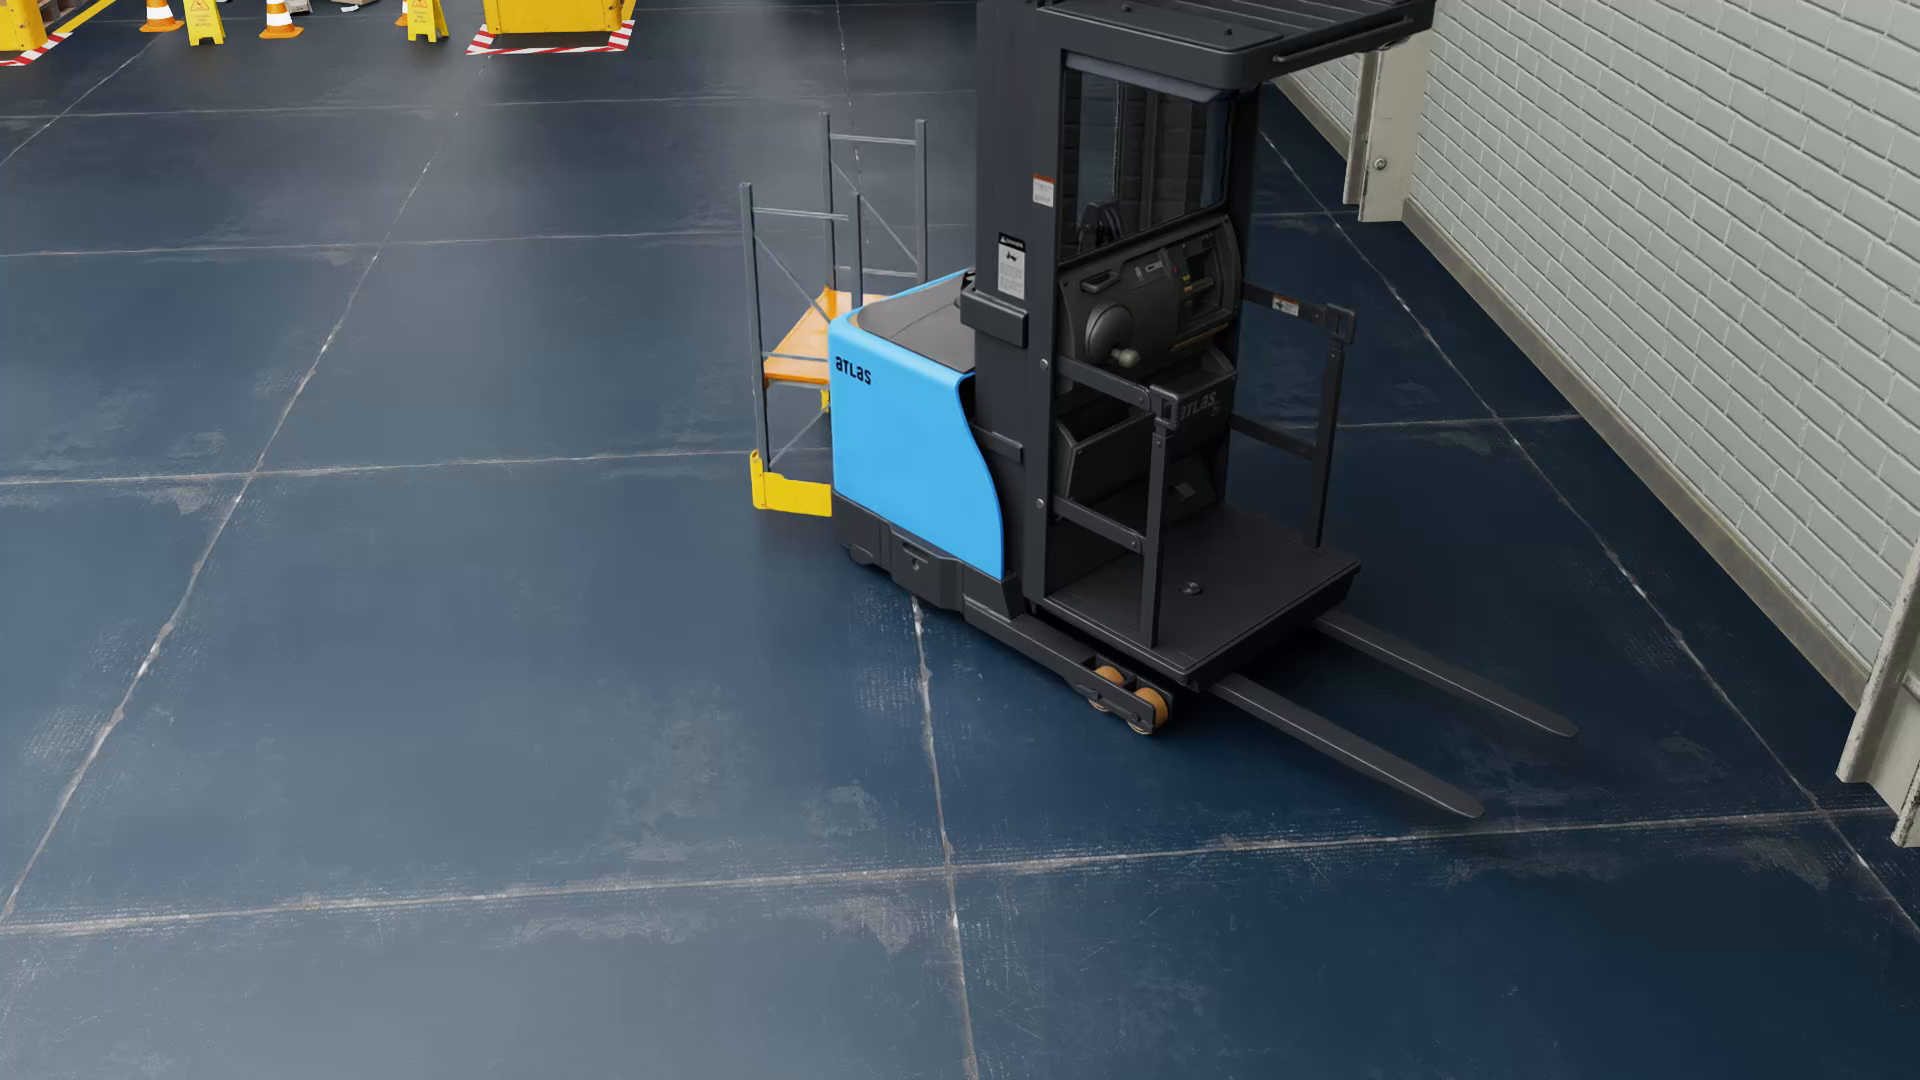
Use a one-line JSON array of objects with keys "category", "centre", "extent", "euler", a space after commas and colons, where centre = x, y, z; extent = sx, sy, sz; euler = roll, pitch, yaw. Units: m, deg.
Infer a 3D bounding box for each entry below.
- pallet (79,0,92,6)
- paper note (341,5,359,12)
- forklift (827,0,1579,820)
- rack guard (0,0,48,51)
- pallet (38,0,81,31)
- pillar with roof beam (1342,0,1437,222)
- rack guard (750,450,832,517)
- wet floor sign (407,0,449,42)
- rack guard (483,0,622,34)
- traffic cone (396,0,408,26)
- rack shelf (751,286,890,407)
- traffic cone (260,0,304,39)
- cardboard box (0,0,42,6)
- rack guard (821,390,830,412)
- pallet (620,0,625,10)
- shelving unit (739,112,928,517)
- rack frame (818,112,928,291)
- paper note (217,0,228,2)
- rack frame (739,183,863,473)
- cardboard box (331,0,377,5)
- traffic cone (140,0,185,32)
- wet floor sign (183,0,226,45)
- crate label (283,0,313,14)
[{"category": "pallet", "centre": [-8.816, -5.401, 16.087], "extent": [1.003, 0.211, 1.213], "euler": [-3, 31, -5]}, {"category": "paper note", "centre": [-5.703, -4.974, 15.547], "extent": [0.148, 0.019, 0.142], "euler": [-14, 33, -22]}, {"category": "forklift", "centre": [0.839, -0.850, 5.815], "extent": [1.130, 2.935, 3.031], "euler": [-26, 40, -37]}, {"category": "rack guard", "centre": [-8.550, -4.487, 14.274], "extent": [1.175, 0.500, 0.348], "euler": [-3, 31, -5]}, {"category": "pallet", "centre": [-8.705, -4.780, 15.046], "extent": [1.003, 0.211, 1.213], "euler": [-3, 31, -5]}, {"category": "pillar with roof beam", "centre": [-1.585, -5.805, 8.194], "extent": [9.100, 9.000, 0.400], "euler": [-3, 31, -5]}, {"category": "rack guard", "centre": [-0.642, -0.242, 7.411], "extent": [0.587, 0.250, 0.087], "euler": [7, 32, 12]}, {"category": "wet floor sign", "centre": [-4.681, -4.702, 14.493], "extent": [0.267, 0.644, 0.232], "euler": [8, 32, 13]}, {"category": "rack guard", "centre": [-3.640, -4.827, 14.843], "extent": [1.175, 0.500, 0.348], "euler": [-3, 31, -5]}, {"category": "traffic cone", "centre": [-4.958, -4.930, 15.052], "extent": [0.336, 0.463, 0.334], "euler": [-3, 31, -5]}, {"category": "rack shelf", "centre": [-0.523, -0.867, 7.589], "extent": [0.538, 0.185, 1.000], "euler": [7, 32, 12]}, {"category": "traffic cone", "centre": [-6.031, -4.703, 14.672], "extent": [0.336, 0.463, 0.334], "euler": [-3, 31, -5]}, {"category": "cardboard box", "centre": [-8.681, -5.184, 14.665], "extent": [0.875, 0.875, 0.875], "euler": [-3, 31, -4]}, {"category": "rack guard", "centre": [-0.400, -0.737, 8.240], "extent": [0.587, 0.250, 0.087], "euler": [7, 32, 12]}, {"category": "pallet", "centre": [-3.681, -5.119, 15.615], "extent": [1.003, 0.211, 1.213], "euler": [-3, 31, -5]}, {"category": "shelving unit", "centre": [-0.521, -1.026, 7.505], "extent": [0.587, 1.500, 1.083], "euler": [7, 32, 12]}, {"category": "rack frame", "centre": [-0.399, -1.274, 7.920], "extent": [0.500, 1.500, 0.032], "euler": [7, 32, 12]}, {"category": "paper note", "centre": [-7.004, -5.158, 15.857], "extent": [0.144, 0.017, 0.142], "euler": [8, 32, 13]}, {"category": "rack frame", "centre": [-0.647, -0.768, 7.074], "extent": [0.500, 1.500, 0.032], "euler": [7, 32, 12]}, {"category": "cardboard box", "centre": [-5.767, -5.209, 15.826], "extent": [0.380, 0.149, 0.250], "euler": [13, 33, 21]}, {"category": "traffic cone", "centre": [-7.188, -4.822, 14.872], "extent": [0.336, 0.463, 0.334], "euler": [-3, 31, -5]}, {"category": "wet floor sign", "centre": [-6.578, -4.642, 14.392], "extent": [0.267, 0.644, 0.232], "euler": [-8, 32, -13]}, {"category": "crate label", "centre": [-6.166, -4.961, 15.423], "extent": [0.250, 0.136, 0.298], "euler": [-20, 36, -30]}]
